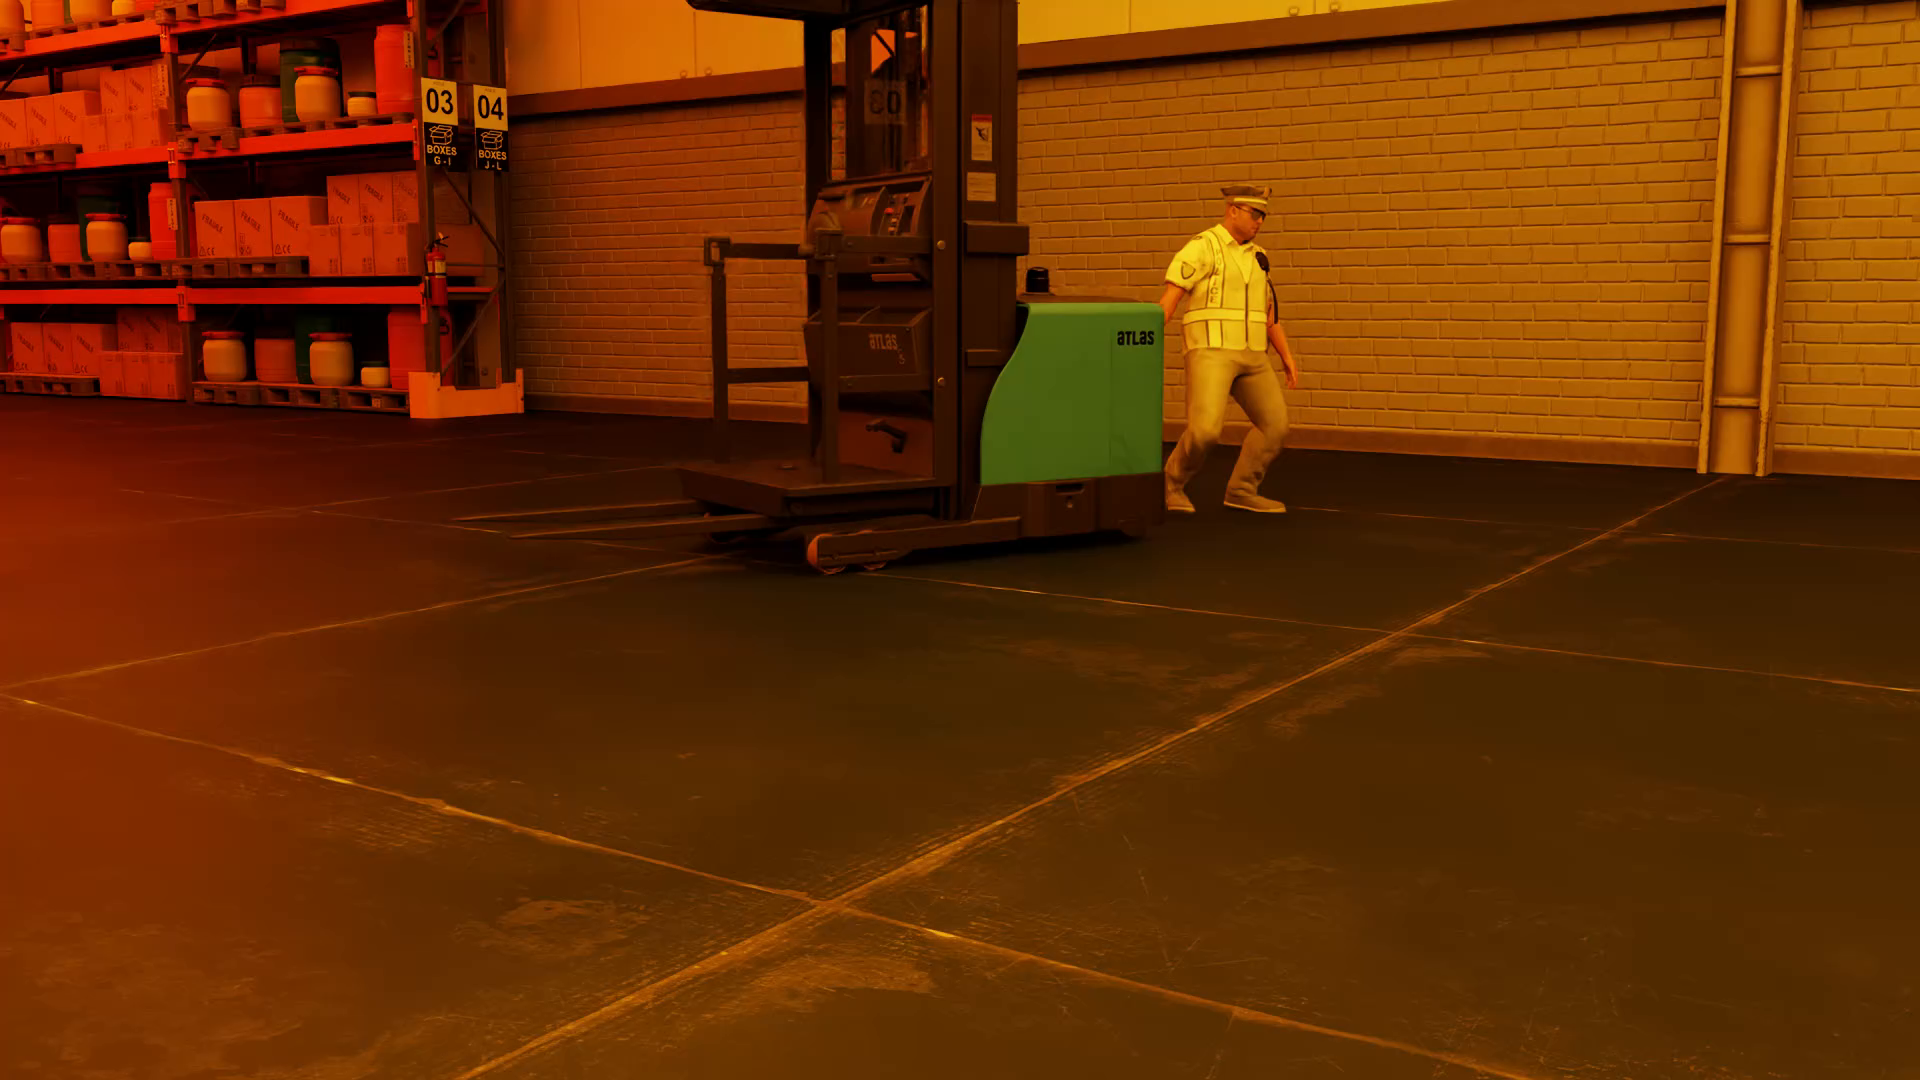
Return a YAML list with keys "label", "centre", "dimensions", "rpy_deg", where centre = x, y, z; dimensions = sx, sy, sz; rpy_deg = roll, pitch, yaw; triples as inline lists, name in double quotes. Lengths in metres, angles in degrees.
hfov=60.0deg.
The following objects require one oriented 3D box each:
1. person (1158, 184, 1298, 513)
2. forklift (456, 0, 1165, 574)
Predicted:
- label: "person"
  centre: [1.306, -0.946, 8.392]
  dimensions: [0.898, 1.673, 0.491]
  rpy_deg: [-4, 9, -26]
- label: "forklift"
  centre: [-0.569, -1.397, 7.020]
  dimensions: [3.031, 2.935, 1.130]
  rpy_deg: [-5, 10, -33]
